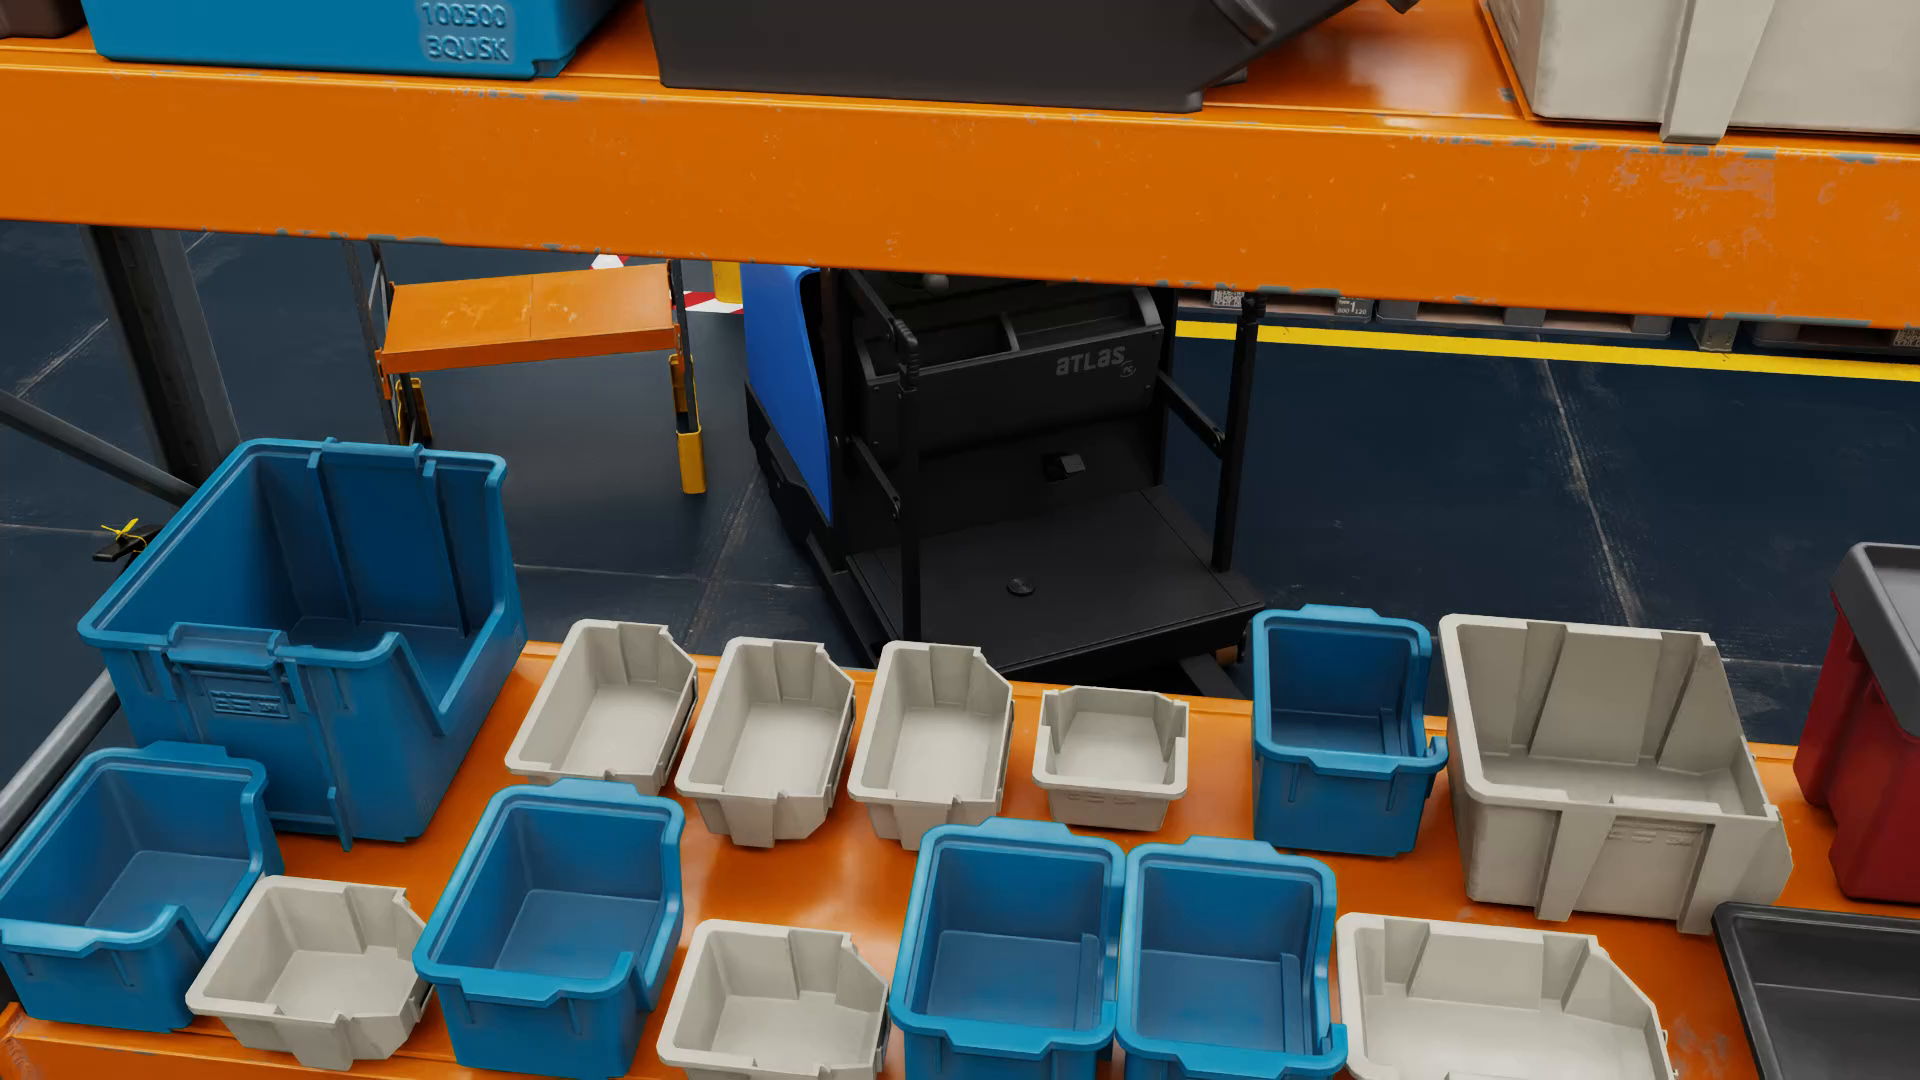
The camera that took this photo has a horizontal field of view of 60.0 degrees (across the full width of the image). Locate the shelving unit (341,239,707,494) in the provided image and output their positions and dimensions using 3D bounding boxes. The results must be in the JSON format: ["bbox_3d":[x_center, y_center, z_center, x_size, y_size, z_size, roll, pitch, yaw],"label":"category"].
[{"bbox_3d":[-1.496,-0.891,5.708,1.083,1.500,0.587,-6,36,-9],"label":"shelving unit"}]

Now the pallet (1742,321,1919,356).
[{"bbox_3d":[3.938,-1.128,7.148,1.213,0.211,1.003,4,36,6],"label":"pallet"}]

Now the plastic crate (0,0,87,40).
[{"bbox_3d":[-1.089,-0.697,1.675,0.590,0.269,0.497,4,36,6],"label":"plastic crate"}]

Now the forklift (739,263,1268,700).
[{"bbox_3d":[0.227,-0.855,4.426,1.130,2.935,3.031,-13,37,-17],"label":"forklift"}]

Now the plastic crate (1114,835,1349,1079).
[{"bbox_3d":[0.371,0.653,2.346,0.300,0.233,0.416,4,36,6],"label":"plastic crate"}]

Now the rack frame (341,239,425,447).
[{"bbox_3d":[-1.987,-0.837,5.632,0.032,1.500,0.500,-6,36,-9],"label":"rack frame"}]

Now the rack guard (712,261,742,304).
[{"bbox_3d":[-0.829,-1.557,7.501,0.348,0.500,1.175,4,36,6],"label":"rack guard"}]

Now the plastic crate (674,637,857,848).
[{"bbox_3d":[-0.318,0.350,2.852,0.243,0.136,0.396,4,36,6],"label":"plastic crate"}]

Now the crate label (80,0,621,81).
[{"bbox_3d":[-0.562,-0.624,1.589,0.502,0.251,0.408,4,36,6],"label":"crate label"}]

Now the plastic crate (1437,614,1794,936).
[{"bbox_3d":[1.041,0.382,2.683,0.530,0.282,0.437,4,36,6],"label":"plastic crate"}]

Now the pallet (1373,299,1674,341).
[{"bbox_3d":[2.418,-1.243,7.309,1.213,0.211,1.003,4,36,6],"label":"pallet"}]

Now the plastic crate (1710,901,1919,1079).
[{"bbox_3d":[1.387,0.737,2.320,0.590,0.125,0.437,4,36,6],"label":"plastic crate"}]

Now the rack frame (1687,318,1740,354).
[{"bbox_3d":[3.163,-2.276,6.357,0.127,3.000,1.000,4,36,6],"label":"rack frame"}]

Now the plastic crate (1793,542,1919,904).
[{"bbox_3d":[1.678,0.316,2.618,0.583,0.464,0.402,4,36,6],"label":"plastic crate"}]

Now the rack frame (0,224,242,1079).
[{"bbox_3d":[-1.436,0.282,2.773,0.127,3.000,1.000,4,36,6],"label":"rack frame"}]

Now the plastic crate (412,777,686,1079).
[{"bbox_3d":[-0.580,0.582,2.445,0.300,0.233,0.416,4,36,6],"label":"plastic crate"}]

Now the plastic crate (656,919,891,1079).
[{"bbox_3d":[-0.252,0.694,2.371,0.298,0.136,0.250,4,36,6],"label":"plastic crate"}]

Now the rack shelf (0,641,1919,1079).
[{"bbox_3d":[0.548,0.722,2.775,4.000,0.370,1.077,4,36,6],"label":"rack shelf"}]

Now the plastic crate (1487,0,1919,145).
[{"bbox_3d":[0.723,-0.549,1.457,0.530,0.282,0.437,4,36,6],"label":"plastic crate"}]

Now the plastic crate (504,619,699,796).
[{"bbox_3d":[-0.604,0.320,2.894,0.243,0.136,0.396,4,36,6],"label":"plastic crate"}]

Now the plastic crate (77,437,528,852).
[{"bbox_3d":[-1.080,0.160,2.862,0.499,0.435,0.616,4,36,6],"label":"plastic crate"}]

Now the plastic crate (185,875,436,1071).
[{"bbox_3d":[-0.925,0.644,2.441,0.298,0.136,0.250,4,36,6],"label":"plastic crate"}]

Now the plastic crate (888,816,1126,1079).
[{"bbox_3d":[0.073,0.631,2.377,0.300,0.233,0.416,4,36,6],"label":"plastic crate"}]

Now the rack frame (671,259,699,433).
[{"bbox_3d":[-0.988,-0.948,5.787,0.032,1.500,0.500,-6,36,-9],"label":"rack frame"}]

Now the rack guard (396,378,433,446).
[{"bbox_3d":[-1.985,-0.328,5.995,0.087,0.250,0.587,-6,36,-9],"label":"rack guard"}]

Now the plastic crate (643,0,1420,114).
[{"bbox_3d":[0.045,-0.643,1.540,0.767,0.338,0.504,4,36,6],"label":"plastic crate"}]

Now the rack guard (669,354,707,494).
[{"bbox_3d":[-1.007,-0.437,6.147,0.087,0.250,0.587,-6,36,-9],"label":"rack guard"}]

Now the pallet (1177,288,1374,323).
[{"bbox_3d":[1.205,-1.331,7.434,1.213,0.211,1.003,4,36,6],"label":"pallet"}]

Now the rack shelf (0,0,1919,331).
[{"bbox_3d":[0.548,-0.499,1.904,4.000,0.370,1.077,4,36,6],"label":"rack shelf"}]

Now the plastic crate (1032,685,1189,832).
[{"bbox_3d":[0.257,0.368,2.828,0.250,0.136,0.298,4,36,6],"label":"plastic crate"}]

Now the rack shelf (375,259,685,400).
[{"bbox_3d":[-1.487,-0.746,5.814,1.000,0.185,0.538,-6,36,-9],"label":"rack shelf"}]

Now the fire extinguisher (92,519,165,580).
[{"bbox_3d":[-1.527,0.192,3.287,0.183,0.674,0.296,4,36,6],"label":"fire extinguisher"}]

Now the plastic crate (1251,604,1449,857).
[{"bbox_3d":[0.634,0.329,2.799,0.300,0.233,0.416,4,36,6],"label":"plastic crate"}]

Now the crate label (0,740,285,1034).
[{"bbox_3d":[-1.233,0.533,2.513,0.303,0.233,0.416,4,36,6],"label":"crate label"}]

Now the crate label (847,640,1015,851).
[{"bbox_3d":[-0.039,0.357,2.843,0.243,0.136,0.396,4,36,6],"label":"crate label"}]

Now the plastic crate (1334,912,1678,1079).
[{"bbox_3d":[0.766,0.705,2.356,0.466,0.136,0.293,4,36,6],"label":"plastic crate"}]
